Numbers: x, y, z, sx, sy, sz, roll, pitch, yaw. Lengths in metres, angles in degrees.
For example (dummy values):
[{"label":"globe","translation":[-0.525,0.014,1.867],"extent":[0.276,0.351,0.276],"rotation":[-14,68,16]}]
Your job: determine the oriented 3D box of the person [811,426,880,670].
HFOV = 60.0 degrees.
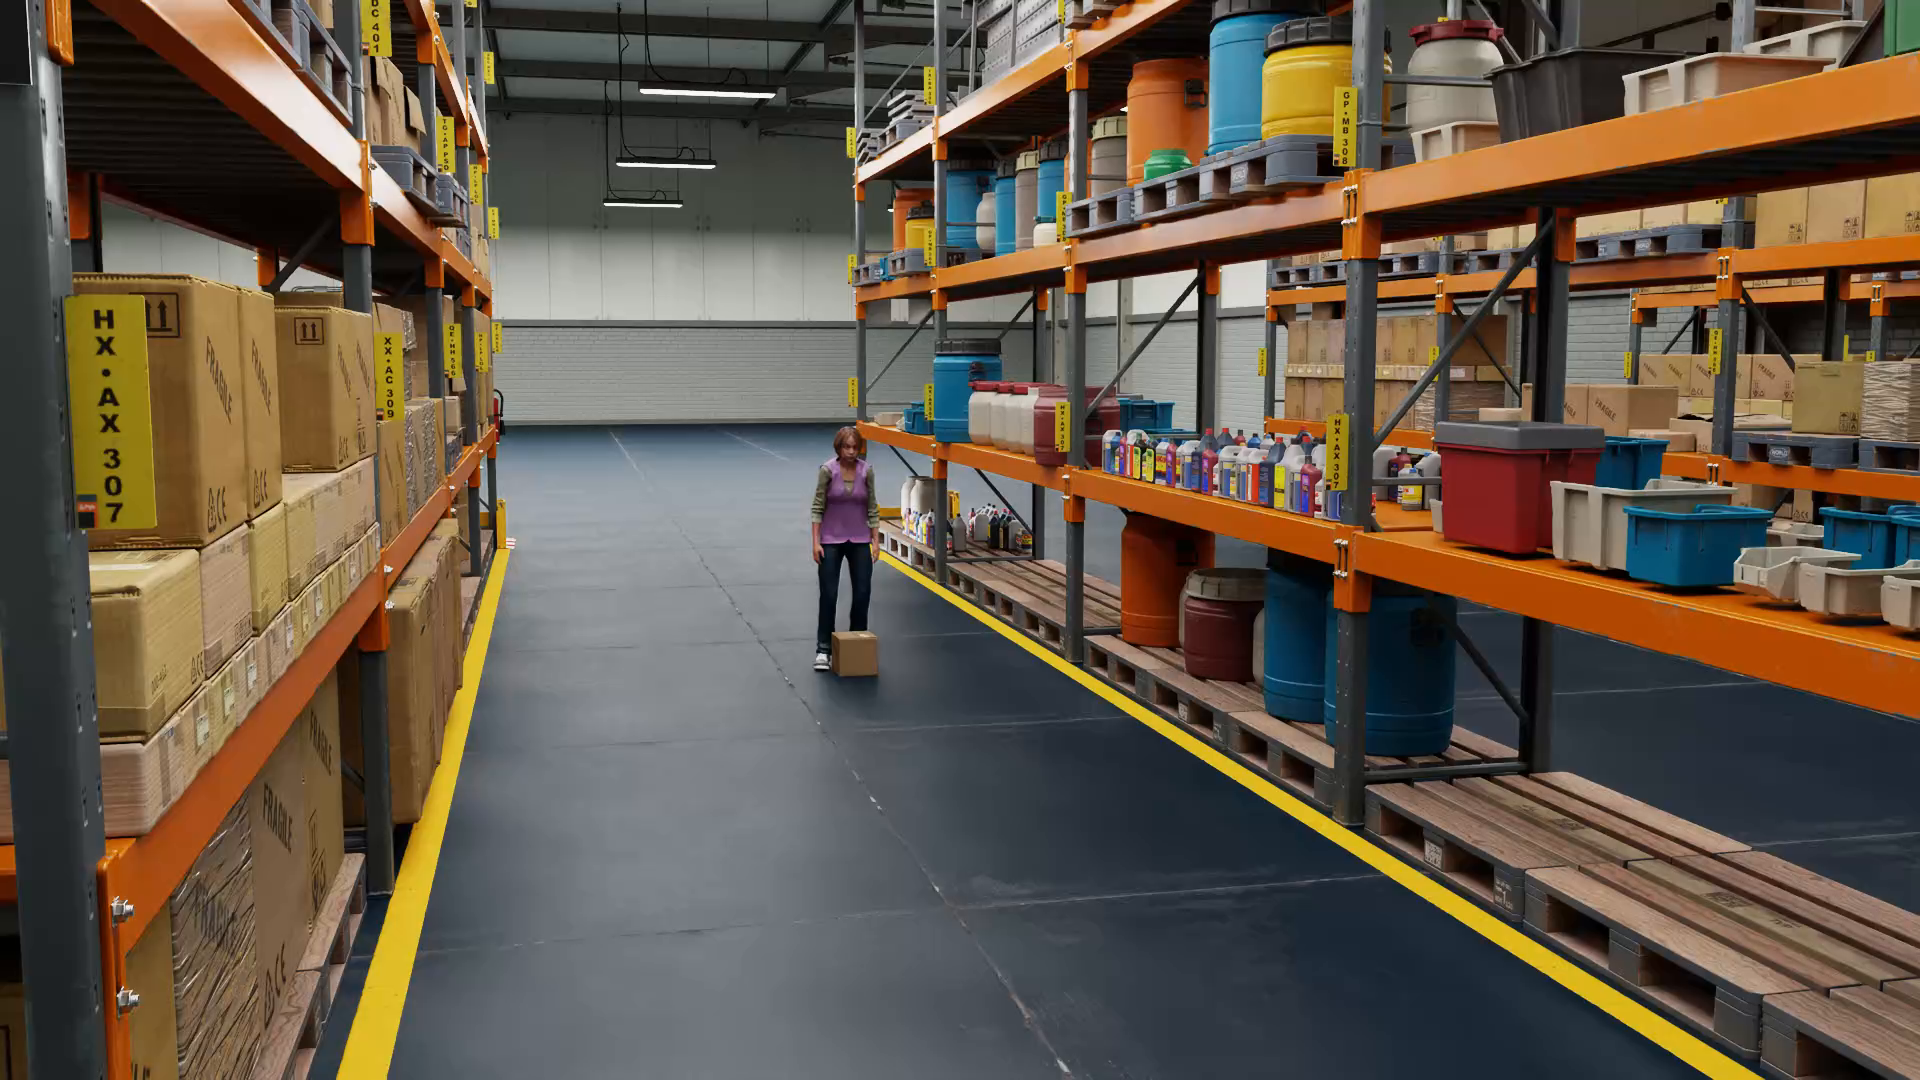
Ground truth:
[{"label":"person","translation":[-0.752,0.047,10.958],"extent":[0.464,1.592,0.346],"rotation":[-2,7,-14]}]
